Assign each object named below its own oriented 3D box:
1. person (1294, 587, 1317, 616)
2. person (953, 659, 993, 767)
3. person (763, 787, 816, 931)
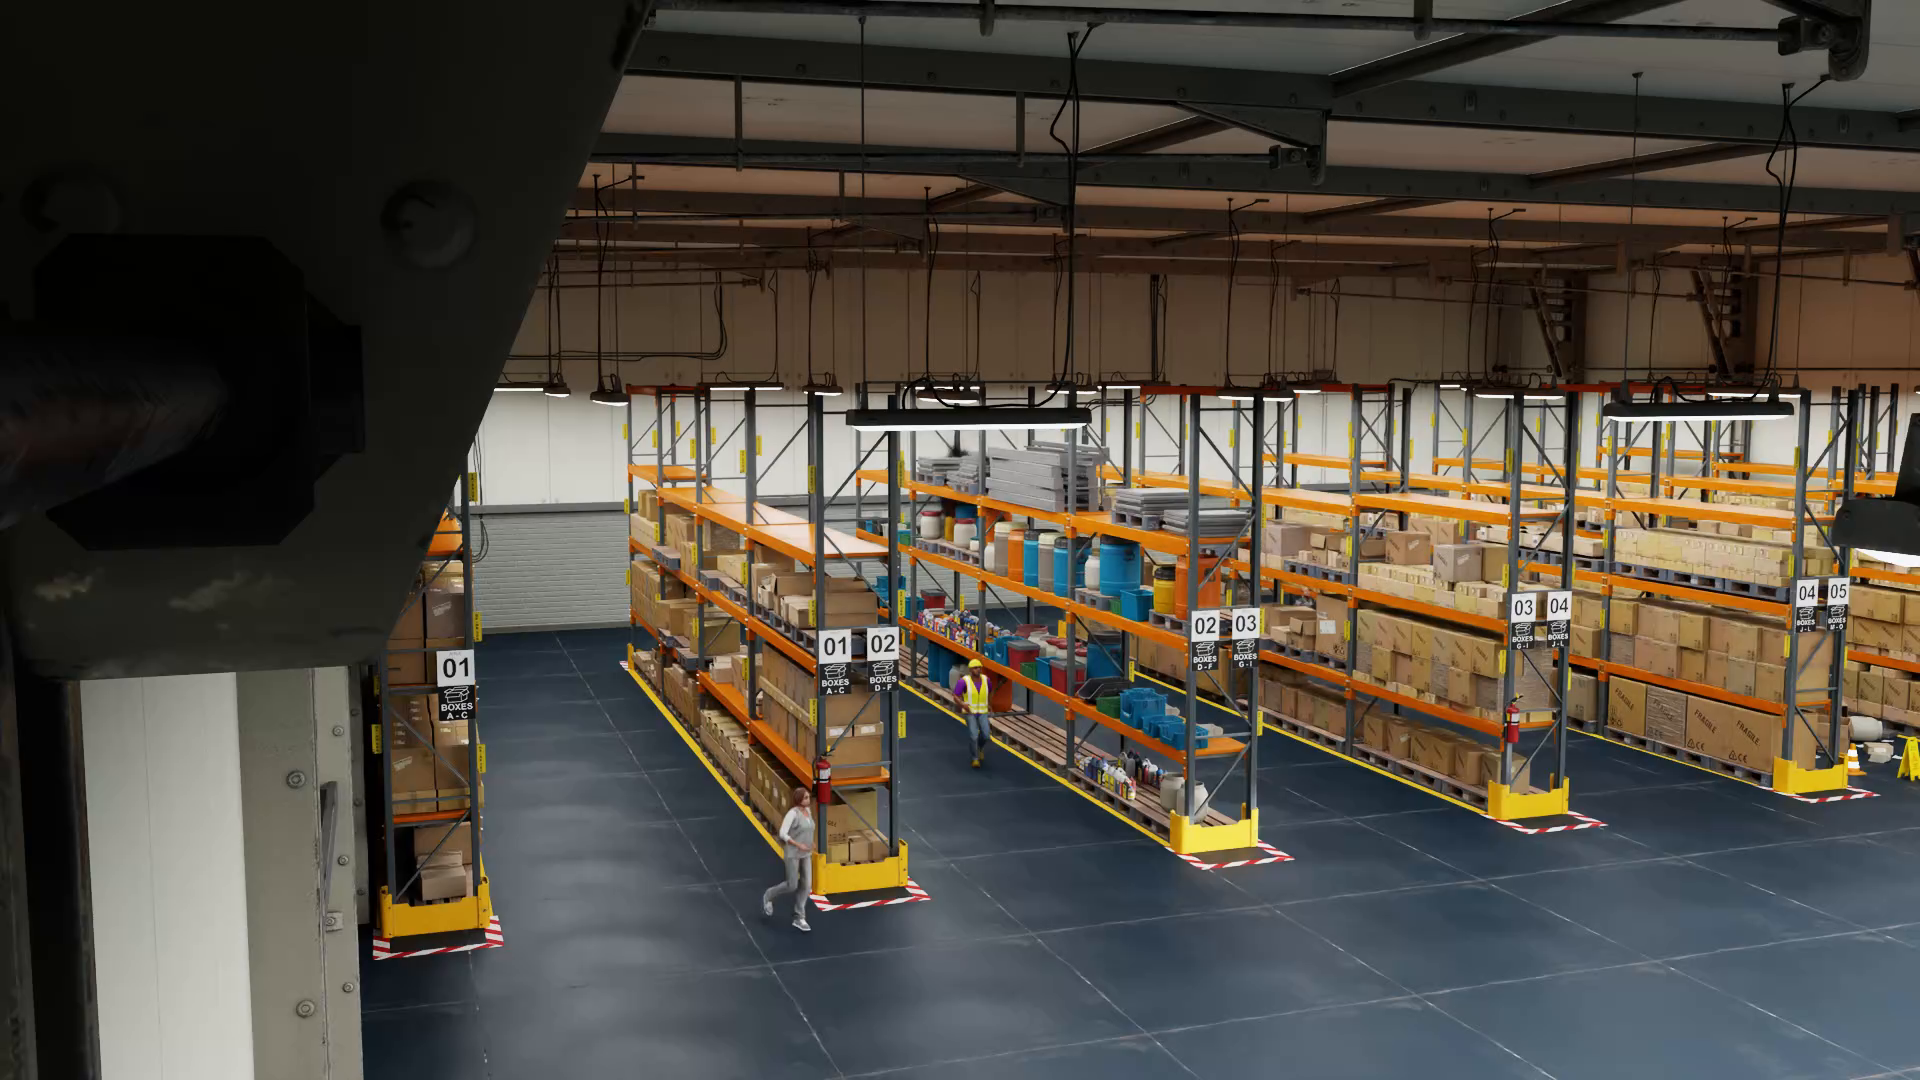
[{"bbox_3d":[7.405,1.847,35.367,0.667,1.712,0.686,-1,6,-12],"label":"person"},{"bbox_3d":[0.240,2.743,26.396,0.704,1.726,0.570,-2,6,-17],"label":"person"},{"bbox_3d":[-1.894,3.600,19.009,0.731,1.573,0.581,4,7,34],"label":"person"}]
